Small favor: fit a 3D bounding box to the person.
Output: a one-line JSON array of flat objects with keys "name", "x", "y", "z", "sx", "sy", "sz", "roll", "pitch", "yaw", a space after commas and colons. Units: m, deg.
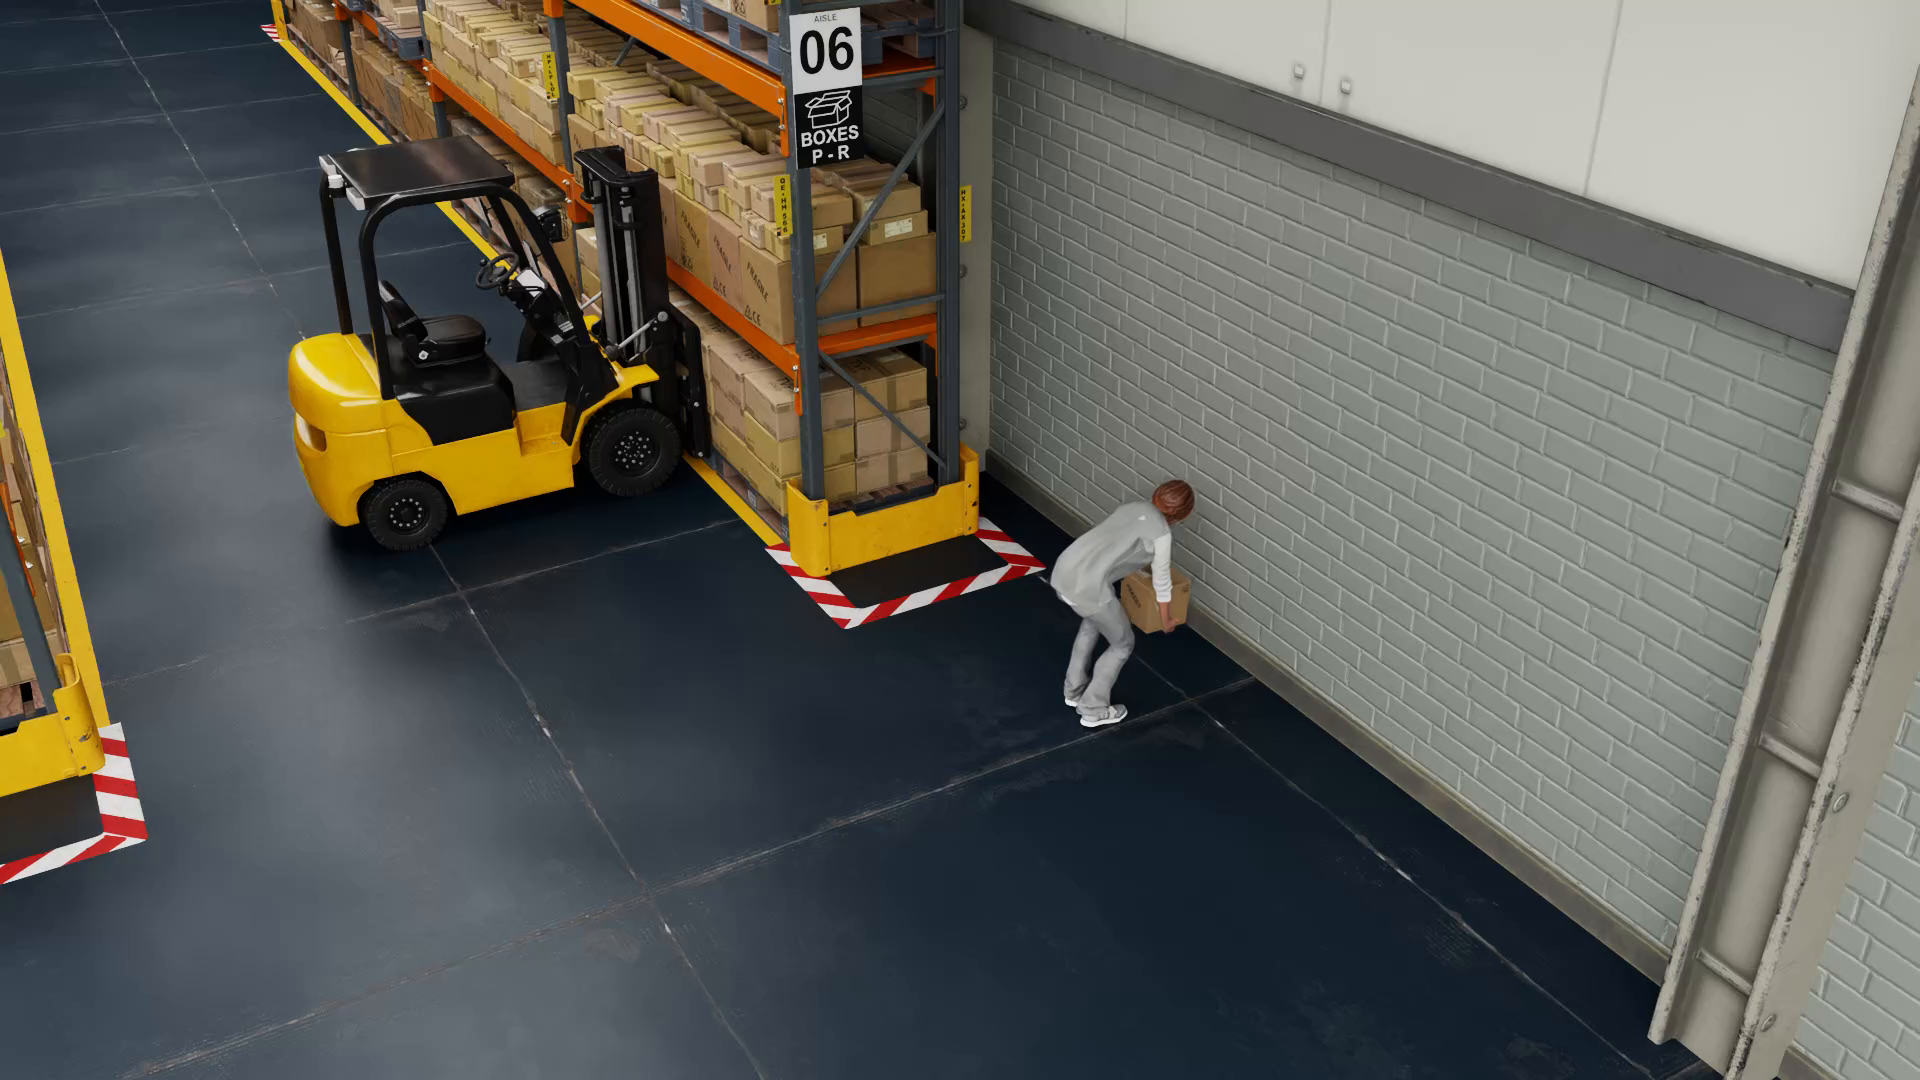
[{"name": "person", "x": 0.830, "y": 0.322, "z": 8.407, "sx": 0.820, "sy": 1.189, "sz": 0.389, "roll": -17, "pitch": 34, "yaw": -28}]
